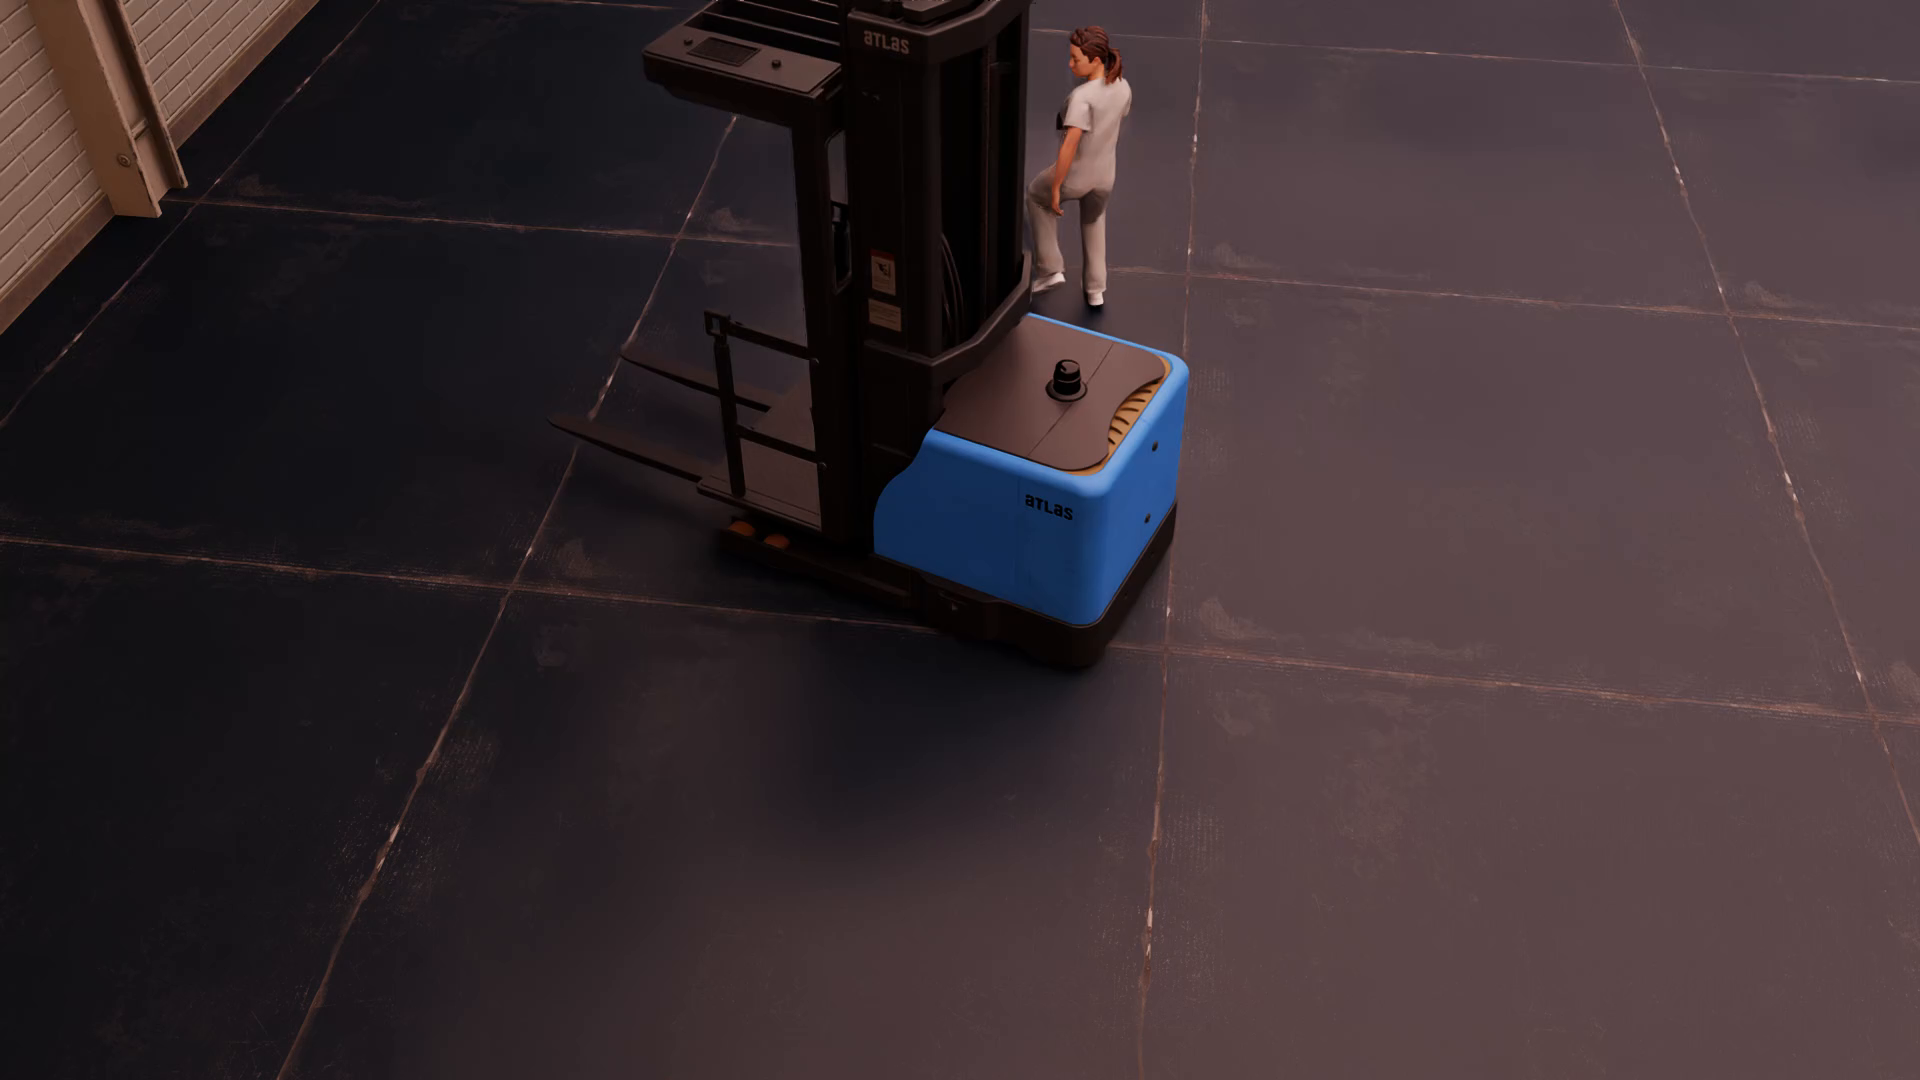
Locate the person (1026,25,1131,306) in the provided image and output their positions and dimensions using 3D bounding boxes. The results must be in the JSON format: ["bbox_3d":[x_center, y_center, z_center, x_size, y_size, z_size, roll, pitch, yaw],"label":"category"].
[{"bbox_3d":[0.635,-1.958,8.856,0.616,1.617,0.655,-17,45,-18],"label":"person"}]

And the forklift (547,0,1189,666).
[{"bbox_3d":[-0.547,-1.241,7.075,3.031,2.935,1.130,19,46,20],"label":"forklift"}]
